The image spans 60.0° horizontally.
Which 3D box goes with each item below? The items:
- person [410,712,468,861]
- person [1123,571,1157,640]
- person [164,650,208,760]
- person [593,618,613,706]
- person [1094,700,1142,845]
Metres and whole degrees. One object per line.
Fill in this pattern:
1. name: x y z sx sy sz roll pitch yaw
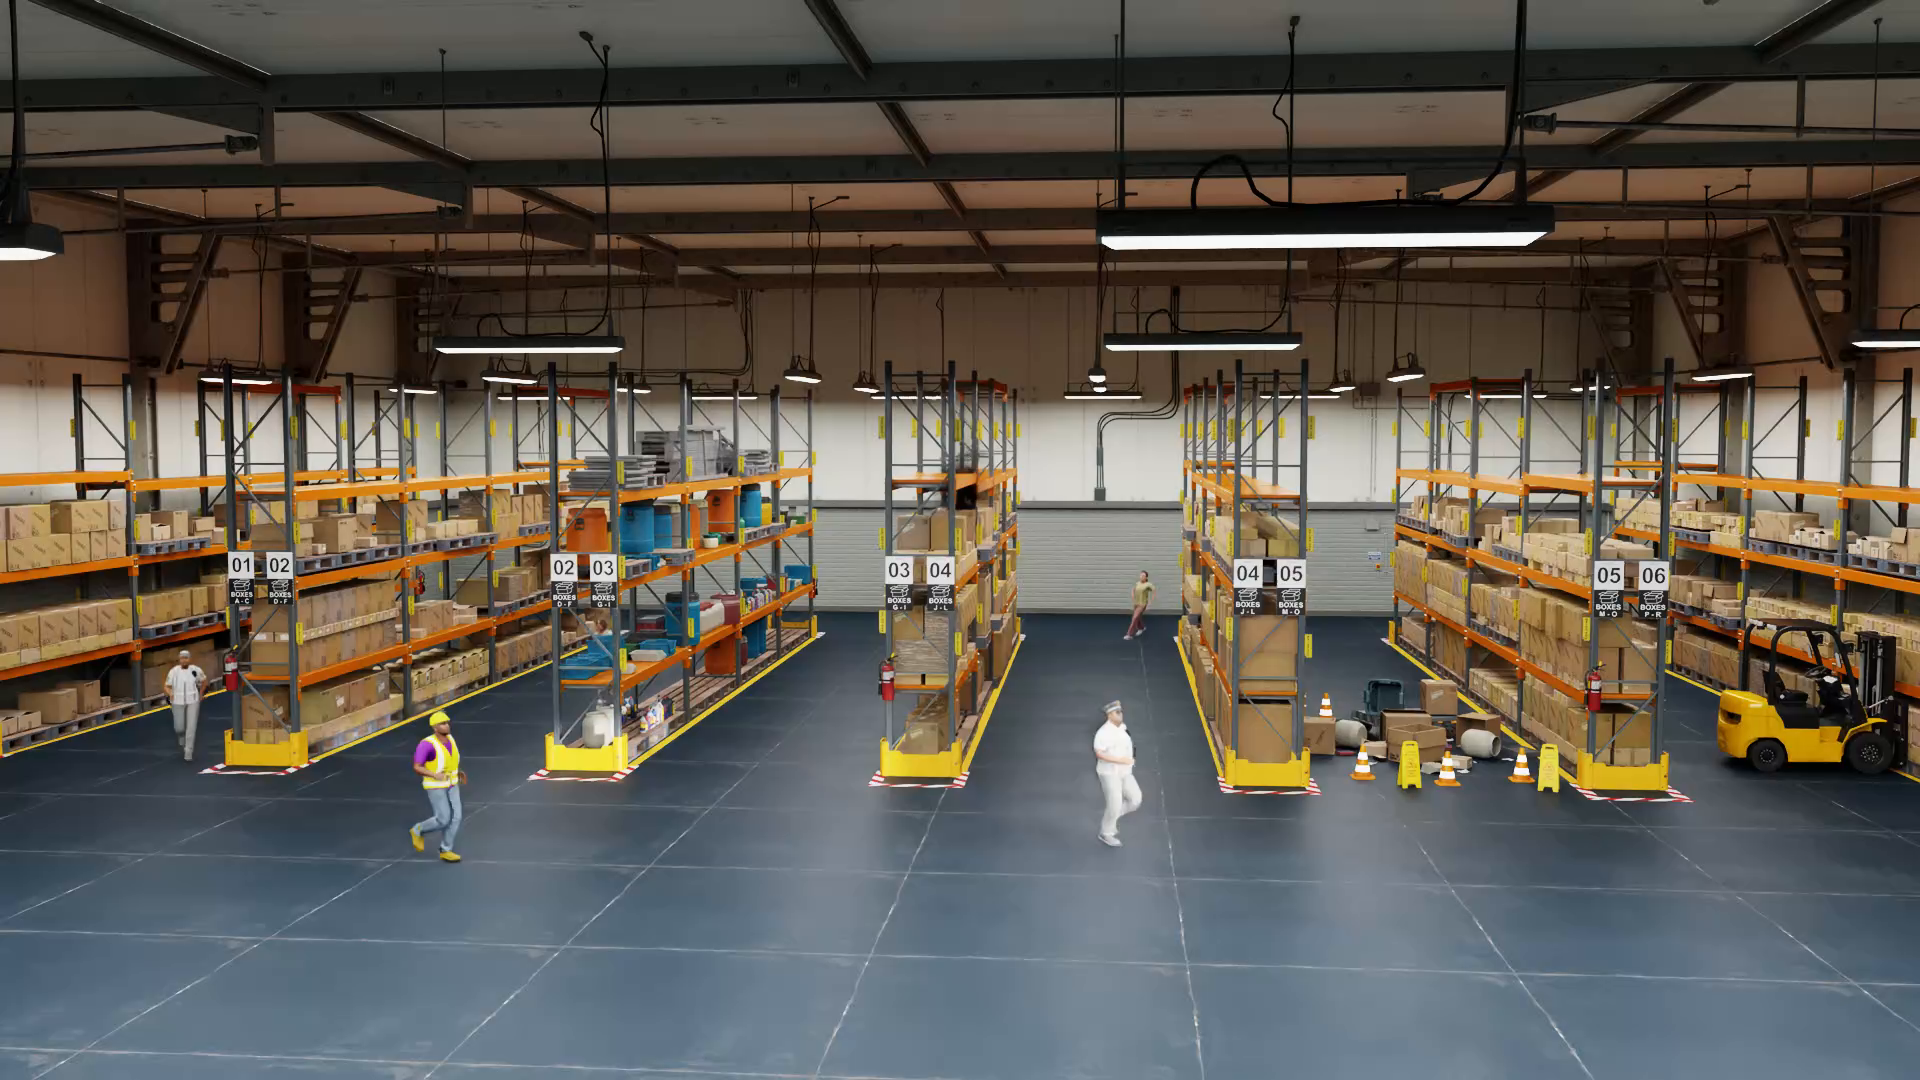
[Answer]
1. person: -6.087 2.861 19.402 0.668 1.725 0.704 2 4 24
2. person: 4.332 1.552 39.784 0.636 1.633 0.951 3 5 42
3. person: -11.878 2.517 25.541 0.607 1.641 0.779 -2 4 -23
4. person: -6.484 2.220 30.484 0.555 1.602 0.659 1 4 16
5. person: 1.926 2.804 20.090 0.553 1.755 0.716 3 5 39
